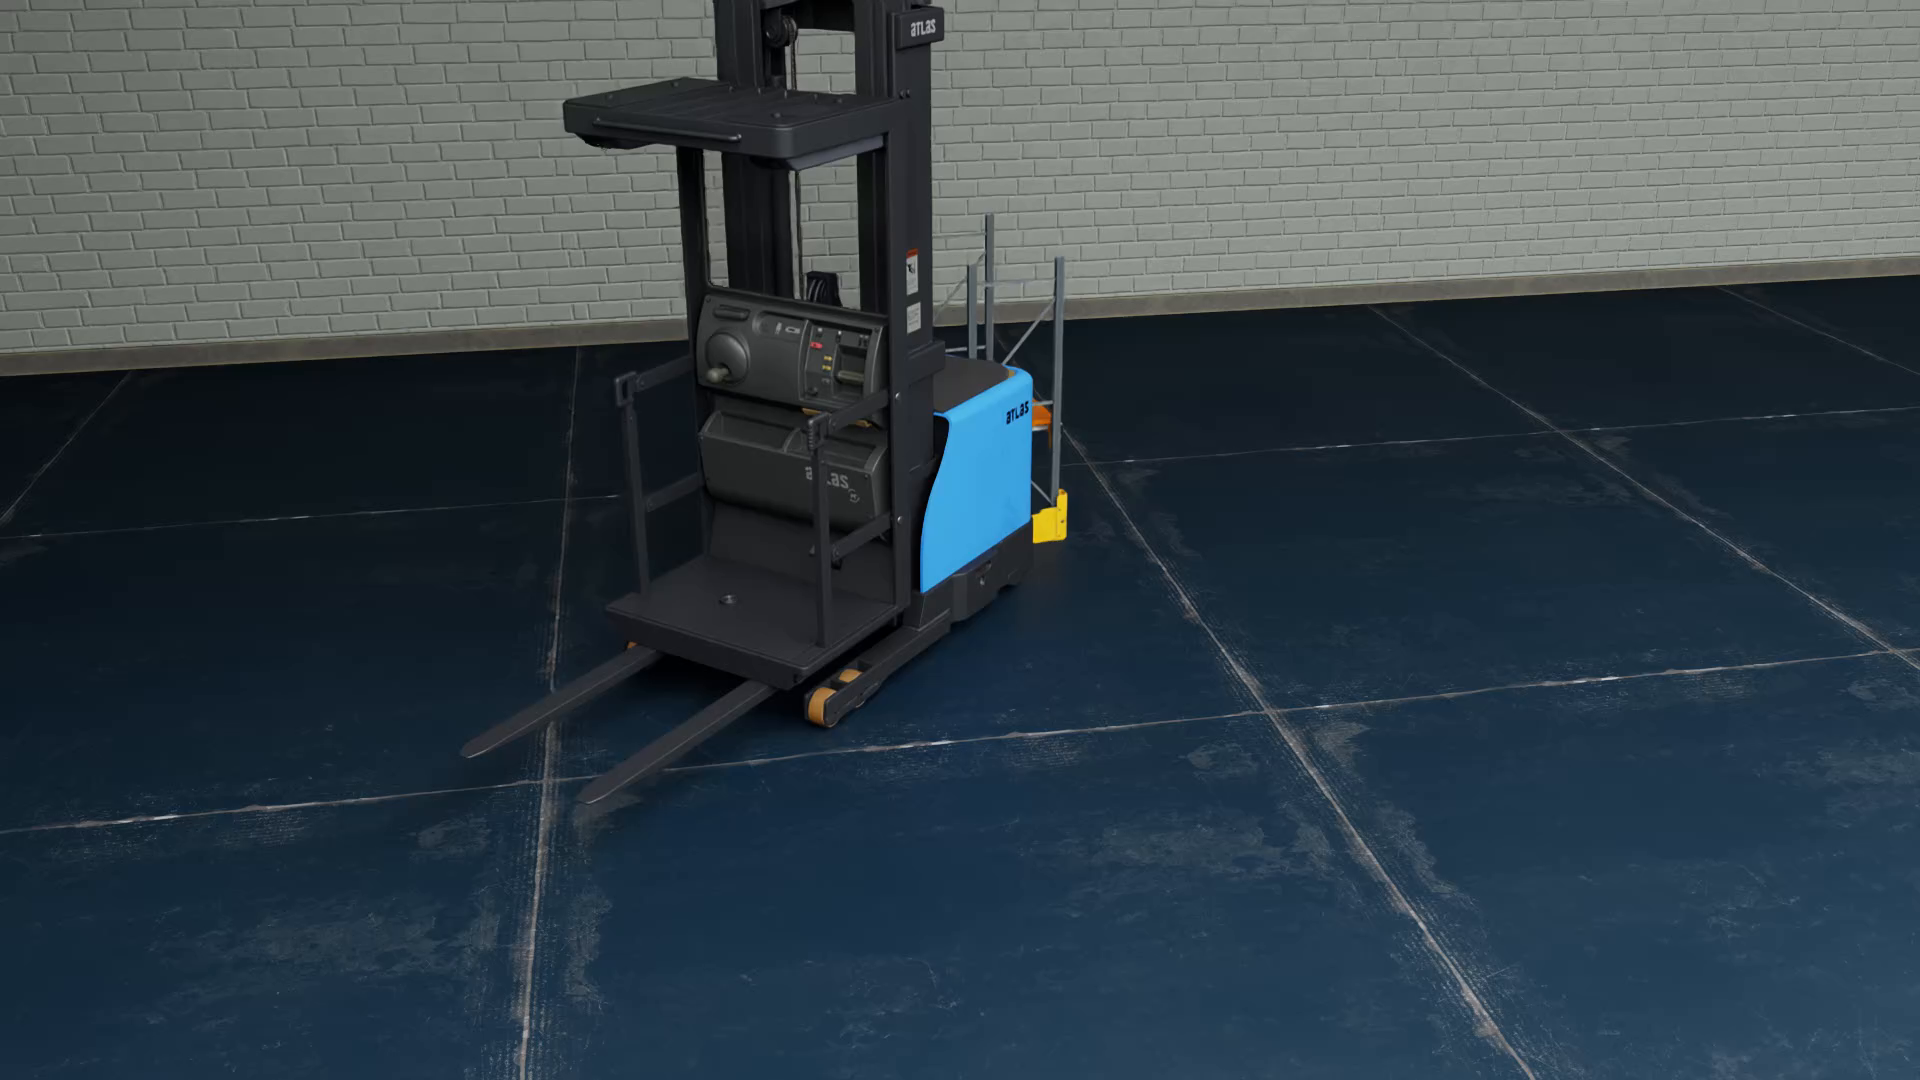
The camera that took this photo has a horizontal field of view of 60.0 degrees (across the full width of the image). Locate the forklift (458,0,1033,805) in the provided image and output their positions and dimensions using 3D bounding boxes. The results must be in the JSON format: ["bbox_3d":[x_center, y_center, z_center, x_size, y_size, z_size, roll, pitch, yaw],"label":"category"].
[{"bbox_3d":[-0.836,-0.771,6.854,1.130,2.935,3.031,14,27,29],"label":"forklift"}]

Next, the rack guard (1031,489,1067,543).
[{"bbox_3d":[0.274,-0.101,8.670,0.587,0.250,0.087,-8,25,-17],"label":"rack guard"}]

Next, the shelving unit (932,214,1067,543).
[{"bbox_3d":[0.114,-0.863,8.852,0.587,1.500,1.083,-8,25,-17],"label":"shelving unit"}]

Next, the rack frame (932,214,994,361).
[{"bbox_3d":[-0.053,-1.059,9.300,0.500,1.500,0.032,-8,25,-17],"label":"rack frame"}]

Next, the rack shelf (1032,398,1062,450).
[{"bbox_3d":[0.111,-0.701,8.931,0.538,0.185,1.000,-8,25,-17],"label":"rack shelf"}]

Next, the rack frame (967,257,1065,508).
[{"bbox_3d":[0.275,-0.674,8.418,0.500,1.500,0.032,-8,25,-17],"label":"rack frame"}]
